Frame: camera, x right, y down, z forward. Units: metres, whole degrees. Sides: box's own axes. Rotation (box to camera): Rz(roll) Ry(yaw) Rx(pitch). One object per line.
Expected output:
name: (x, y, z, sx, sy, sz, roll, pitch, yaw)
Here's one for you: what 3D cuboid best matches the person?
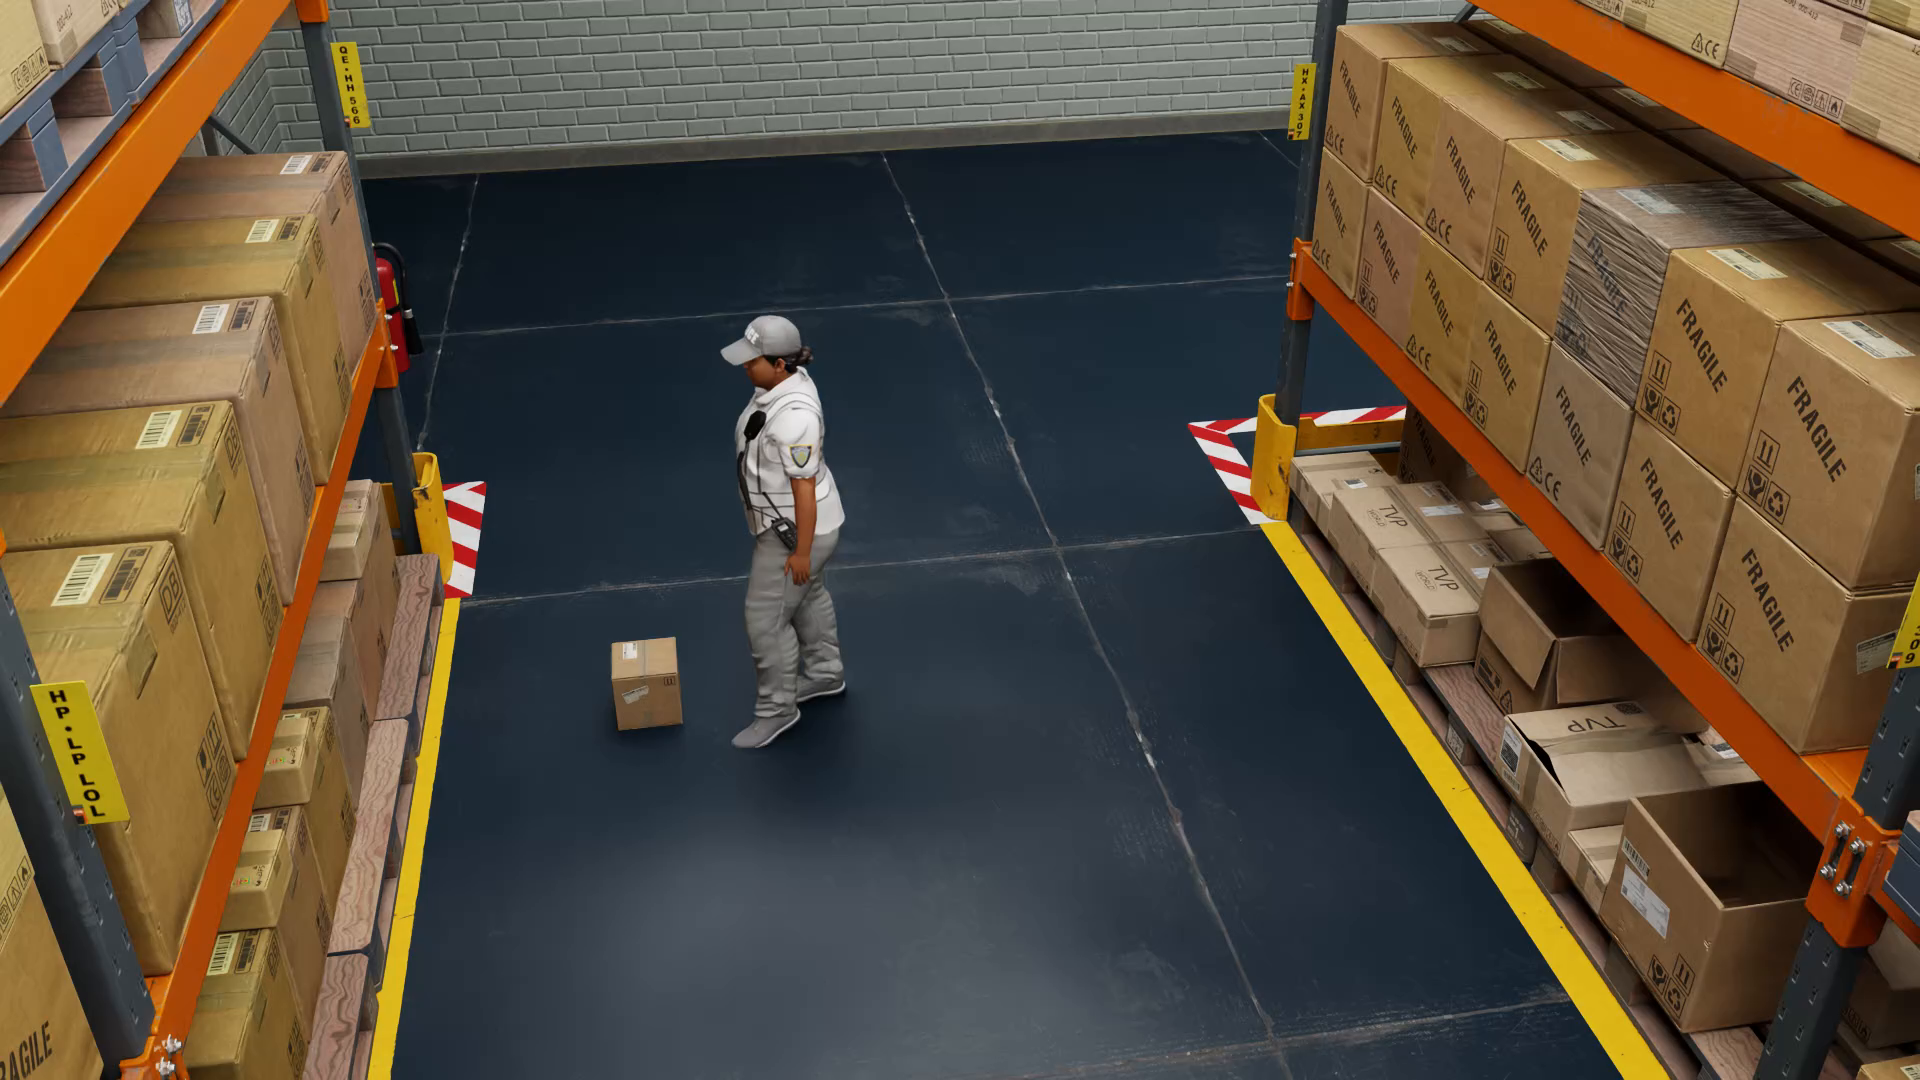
person: (-0.679, -0.036, 6.216, 0.492, 1.706, 0.494, -5, 31, -8)
